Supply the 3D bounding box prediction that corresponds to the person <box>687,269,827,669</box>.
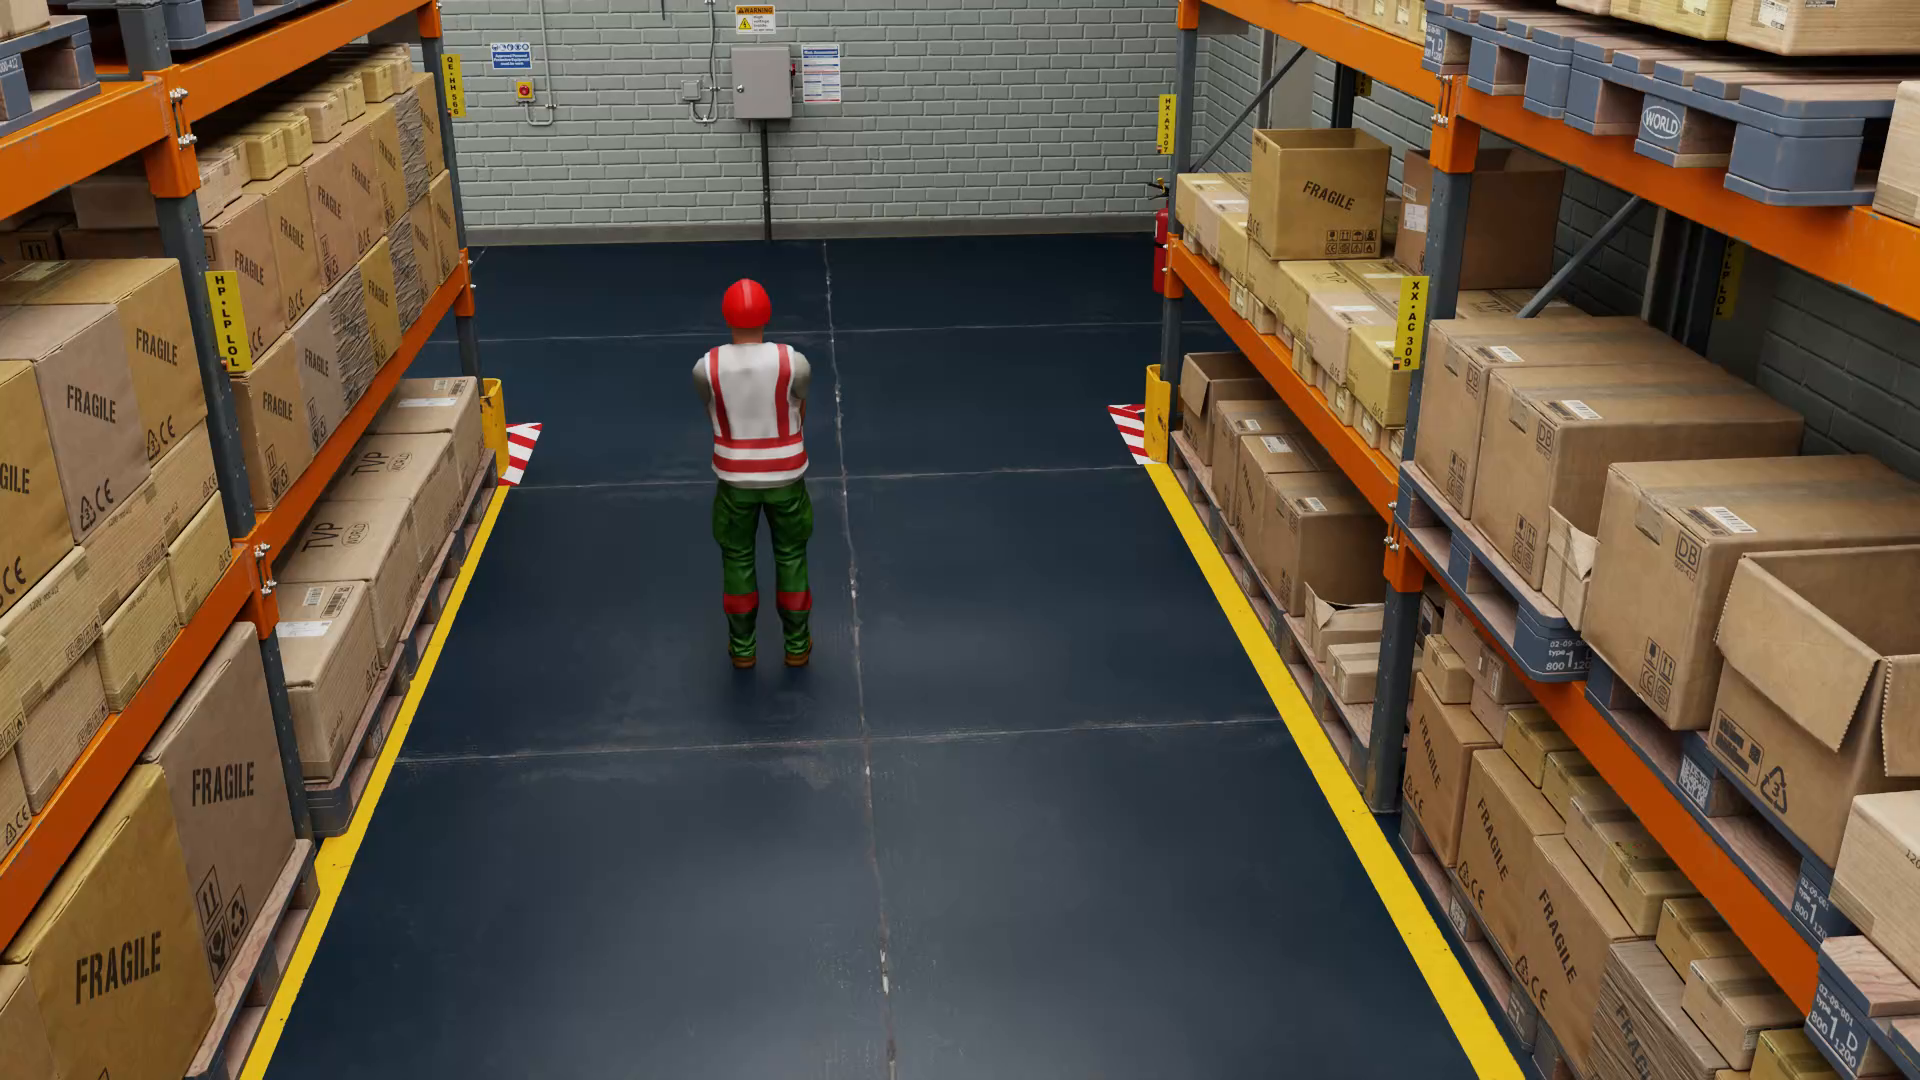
[{"bbox_3d":[-0.878,-0.285,7.239,0.592,1.776,0.447,-3,24,-7],"label":"person"}]
